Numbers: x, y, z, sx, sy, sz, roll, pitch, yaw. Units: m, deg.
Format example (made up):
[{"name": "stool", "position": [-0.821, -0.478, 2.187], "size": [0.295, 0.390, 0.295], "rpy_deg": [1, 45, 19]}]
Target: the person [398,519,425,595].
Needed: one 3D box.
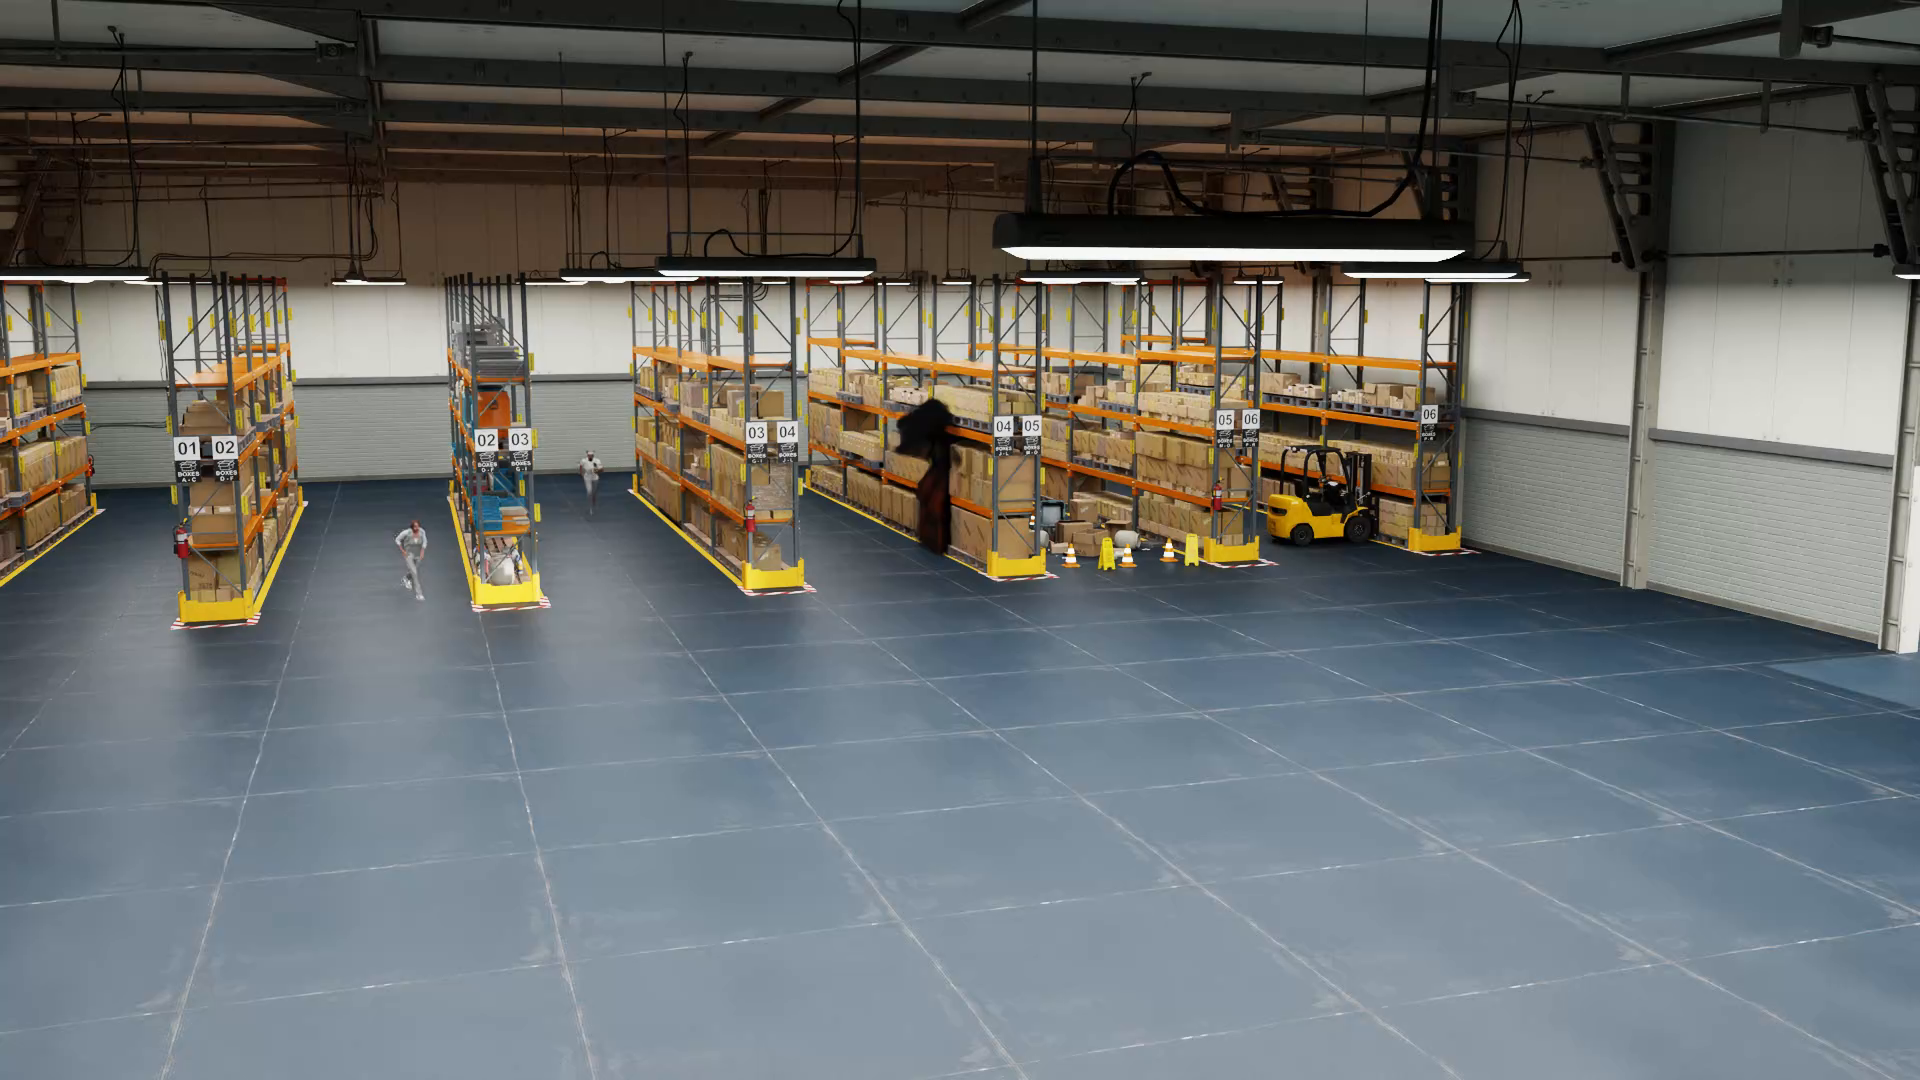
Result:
[{"name": "person", "position": [-10.196, 0.291, 30.855], "size": [0.520, 1.432, 0.860], "rpy_deg": [-6, 10, -32]}]

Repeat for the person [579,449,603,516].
[{"name": "person", "position": [-9.448, -1.506, 42.633], "size": [0.577, 1.699, 0.963], "rpy_deg": [-3, 9, -19]}]
